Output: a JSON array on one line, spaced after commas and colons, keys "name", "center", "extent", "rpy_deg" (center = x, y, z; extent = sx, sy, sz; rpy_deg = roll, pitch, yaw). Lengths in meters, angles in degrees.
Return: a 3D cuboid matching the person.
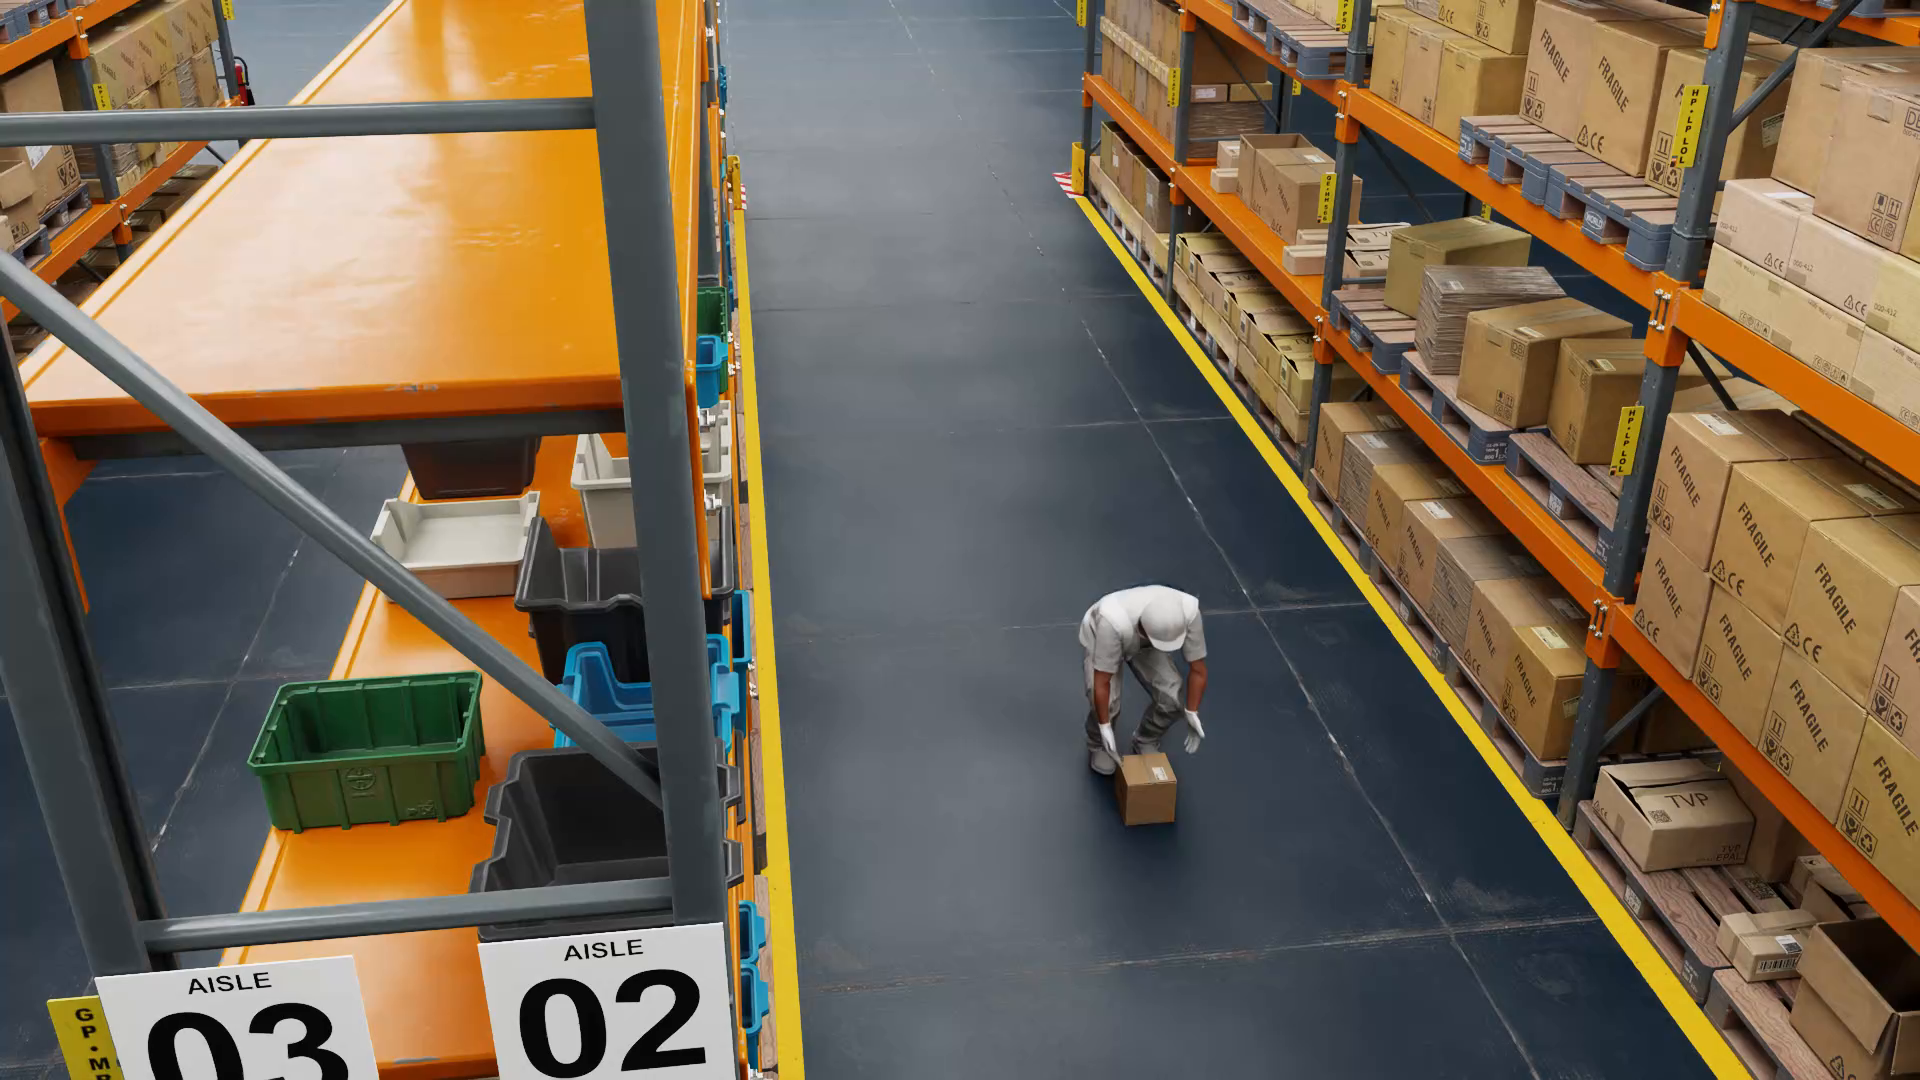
[{"name": "person", "center": [0.923, 0.657, 8.471], "extent": [0.596, 1.168, 0.859], "rpy_deg": [-4, 27, -7]}]
